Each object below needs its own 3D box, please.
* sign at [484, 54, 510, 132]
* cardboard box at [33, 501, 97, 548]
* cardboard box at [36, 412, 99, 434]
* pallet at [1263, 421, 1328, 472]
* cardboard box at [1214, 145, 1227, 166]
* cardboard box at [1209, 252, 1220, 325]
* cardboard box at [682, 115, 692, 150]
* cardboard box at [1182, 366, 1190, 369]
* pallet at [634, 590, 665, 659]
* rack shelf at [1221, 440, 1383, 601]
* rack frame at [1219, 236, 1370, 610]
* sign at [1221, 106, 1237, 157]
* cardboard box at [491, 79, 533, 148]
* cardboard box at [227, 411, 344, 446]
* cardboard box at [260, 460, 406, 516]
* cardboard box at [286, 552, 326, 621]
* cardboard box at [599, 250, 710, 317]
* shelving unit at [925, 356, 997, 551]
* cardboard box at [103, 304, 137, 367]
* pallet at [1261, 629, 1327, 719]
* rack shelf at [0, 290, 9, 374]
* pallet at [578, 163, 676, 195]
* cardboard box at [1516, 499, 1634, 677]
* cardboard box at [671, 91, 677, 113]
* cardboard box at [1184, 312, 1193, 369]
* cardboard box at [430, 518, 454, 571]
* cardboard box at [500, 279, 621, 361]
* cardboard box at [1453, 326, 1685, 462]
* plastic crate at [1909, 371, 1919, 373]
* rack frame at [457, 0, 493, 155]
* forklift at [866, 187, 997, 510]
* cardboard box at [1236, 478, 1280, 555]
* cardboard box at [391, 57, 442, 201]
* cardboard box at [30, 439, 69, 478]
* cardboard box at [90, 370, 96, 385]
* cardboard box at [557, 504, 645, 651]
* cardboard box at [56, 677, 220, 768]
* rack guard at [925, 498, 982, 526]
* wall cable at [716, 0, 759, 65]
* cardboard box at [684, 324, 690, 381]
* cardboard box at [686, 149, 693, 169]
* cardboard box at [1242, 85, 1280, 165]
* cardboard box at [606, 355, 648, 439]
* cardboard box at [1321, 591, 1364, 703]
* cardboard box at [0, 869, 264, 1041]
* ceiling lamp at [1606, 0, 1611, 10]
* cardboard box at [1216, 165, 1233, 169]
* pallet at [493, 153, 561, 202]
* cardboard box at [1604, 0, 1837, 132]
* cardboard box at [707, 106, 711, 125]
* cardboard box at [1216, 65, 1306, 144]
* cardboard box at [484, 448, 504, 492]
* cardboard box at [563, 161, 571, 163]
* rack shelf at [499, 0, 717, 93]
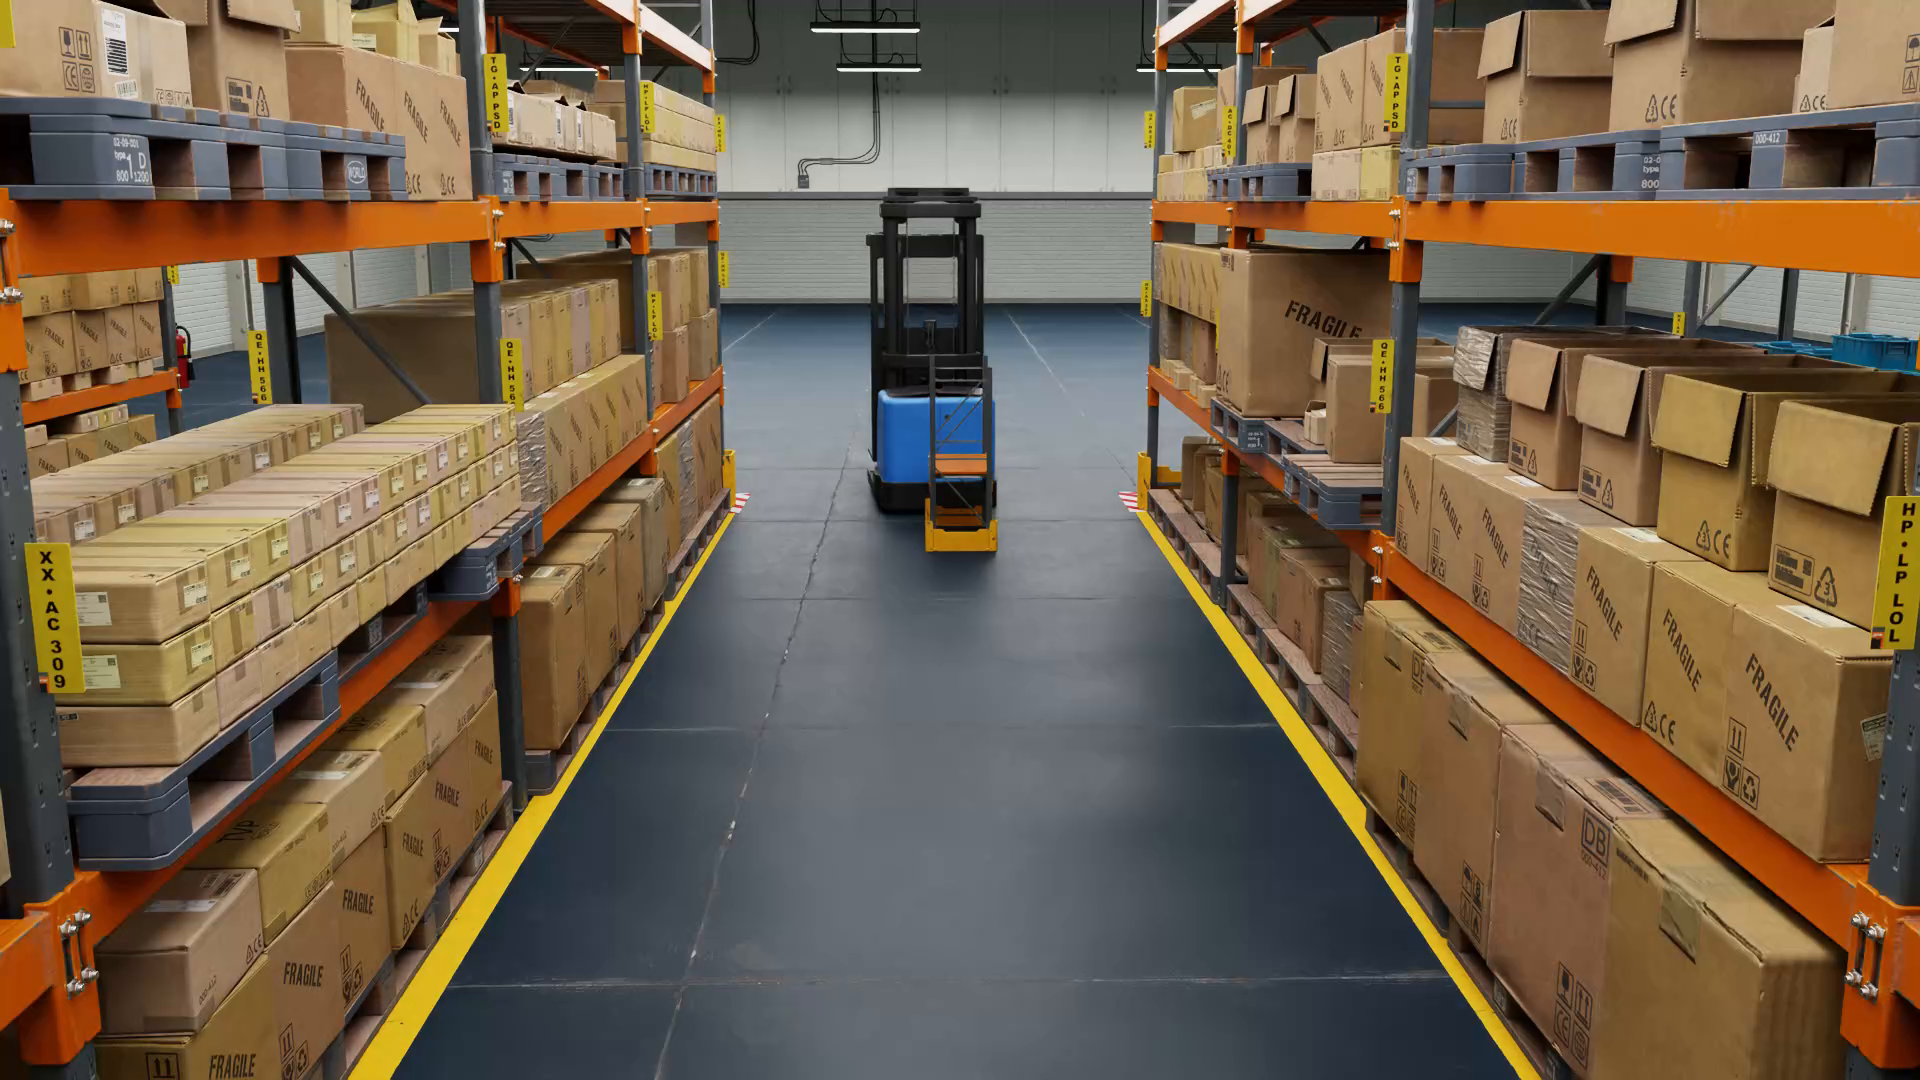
[{"bbox_3d":[-2.000,-1.926,7.164,0.100,0.325,0.005,0,11,-1],"label":"sign"},{"bbox_3d":[-2.679,-0.016,4.672,0.380,0.149,0.250,0,11,-1],"label":"cardboard box"},{"bbox_3d":[-7.297,-0.961,13.593,0.380,0.149,0.250,0,11,1],"label":"cardboard box"},{"bbox_3d":[2.337,-0.500,9.463,1.003,0.211,1.213,0,11,-1],"label":"pallet"},{"bbox_3d":[2.034,-2.754,11.922,0.380,0.149,0.250,-1,11,-4],"label":"cardboard box"},{"bbox_3d":[2.051,-1.769,11.721,0.500,0.500,0.500,0,11,-1],"label":"cardboard box"},{"bbox_3d":[-2.390,-3.193,13.028,0.500,0.250,0.500,0,11,-1],"label":"cardboard box"},{"bbox_3d":[2.053,-1.362,13.860,0.380,0.149,0.250,0,11,-1],"label":"cardboard box"},{"bbox_3d":[-2.534,0.524,10.946,1.003,0.211,1.213,0,11,-1],"label":"pallet"},{"bbox_3d":[2.377,-0.246,9.537,1.077,0.370,4.000,0,11,-1],"label":"rack shelf"},{"bbox_3d":[2.336,-0.996,11.425,1.000,3.000,0.127,0,11,-1],"label":"rack frame"},{"bbox_3d":[1.793,-2.716,11.057,0.100,0.325,0.005,0,11,-1],"label":"sign"},{"bbox_3d":[-2.338,-2.027,7.877,0.500,0.311,0.500,0,11,-1],"label":"cardboard box"},{"bbox_3d":[-2.719,-0.429,6.708,0.380,0.149,0.250,-1,11,-3],"label":"cardboard box"},{"bbox_3d":[-2.045,-0.171,5.435,0.380,0.149,0.250,0,11,1],"label":"cardboard box"},{"bbox_3d":[-2.027,0.131,4.695,0.380,0.149,0.250,-1,11,-4],"label":"cardboard box"},{"bbox_3d":[-2.635,-2.211,14.319,0.875,0.550,0.550,0,11,-1],"label":"cardboard box"},{"bbox_3d":[-0.002,-0.750,13.985,0.587,1.500,1.083,0,11,-1],"label":"shelving unit"},{"bbox_3d":[-7.362,-1.739,14.087,0.500,0.500,0.500,0,11,-1],"label":"cardboard box"},{"bbox_3d":[2.381,0.768,9.741,1.003,0.211,1.213,0,11,-1],"label":"pallet"},{"bbox_3d":[-2.419,-0.126,1.399,1.077,0.370,4.000,0,11,-1],"label":"rack shelf"},{"bbox_3d":[-2.632,-2.585,11.936,1.003,0.211,1.213,0,11,-1],"label":"pallet"},{"bbox_3d":[2.192,0.151,5.517,0.500,0.500,0.500,0,11,-1],"label":"cardboard box"},{"bbox_3d":[-2.316,-3.265,12.382,0.380,0.149,0.250,0,11,-1],"label":"cardboard box"},{"bbox_3d":[2.334,-1.678,13.787,0.875,0.500,0.500,0,11,-1],"label":"cardboard box"},{"bbox_3d":[-2.055,0.016,6.010,0.380,0.149,0.250,-1,11,-4],"label":"cardboard box"},{"bbox_3d":[-2.609,-1.436,10.828,0.700,0.500,0.500,0,11,-2],"label":"cardboard box"},{"bbox_3d":[2.417,-0.596,6.679,0.797,0.503,0.637,0,11,1],"label":"cardboard box"},{"bbox_3d":[7.542,-1.184,12.882,0.450,0.188,0.662,0,11,-1],"label":"plastic crate"},{"bbox_3d":[-2.543,-3.141,6.908,1.000,3.000,0.127,0,11,-1],"label":"rack frame"},{"bbox_3d":[-0.343,-1.953,16.315,1.130,2.935,3.031,-1,12,-6],"label":"forklift"},{"bbox_3d":[2.348,-0.170,12.585,0.500,0.500,0.500,4,12,17],"label":"cardboard box"},{"bbox_3d":[-2.253,-1.508,6.152,0.500,0.500,0.500,0,11,-1],"label":"cardboard box"},{"bbox_3d":[-7.346,-0.509,12.997,0.500,0.500,0.500,0,11,2],"label":"cardboard box"},{"bbox_3d":[-7.433,-1.350,13.803,0.380,0.149,0.250,0,11,0],"label":"cardboard box"},{"bbox_3d":[-2.506,0.216,10.054,1.050,0.750,0.750,0,11,-1],"label":"cardboard box"},{"bbox_3d":[-2.008,0.432,3.963,0.380,0.149,0.250,-1,11,-4],"label":"cardboard box"},{"bbox_3d":[-0.012,-0.237,14.597,0.587,0.250,0.087,0,11,-1],"label":"rack guard"},{"bbox_3d":[-7.064,-14.288,45.522,3.097,2.526,0.112,0,11,-1],"label":"wall cable"},{"bbox_3d":[-2.736,-1.570,13.876,0.875,0.550,0.550,0,11,-1],"label":"cardboard box"},{"bbox_3d":[-2.331,-3.025,13.205,0.380,0.149,0.250,0,11,0],"label":"cardboard box"},{"bbox_3d":[2.246,-2.629,10.612,0.797,0.503,0.637,-1,11,-4],"label":"cardboard box"},{"bbox_3d":[-2.347,-0.942,10.908,0.500,0.500,0.500,0,11,-1],"label":"cardboard box"},{"bbox_3d":[2.360,0.565,8.910,0.700,0.500,0.500,-1,12,-6],"label":"cardboard box"},{"bbox_3d":[-2.211,1.098,4.446,0.500,0.250,0.500,-1,11,-4],"label":"cardboard box"},{"bbox_3d":[12.678,-10.882,30.382,2.000,3.185,0.800,0,11,-1],"label":"ceiling lamp"},{"bbox_3d":[2.065,-2.482,11.583,0.500,0.250,0.500,0,11,1],"label":"cardboard box"},{"bbox_3d":[-2.609,-1.706,7.855,1.213,0.211,1.003,0,11,1],"label":"pallet"},{"bbox_3d":[2.482,-1.521,5.154,0.797,0.503,0.637,0,11,-2],"label":"cardboard box"},{"bbox_3d":[-2.358,-3.668,14.371,0.380,0.149,0.250,0,11,-1],"label":"cardboard box"},{"bbox_3d":[2.071,-2.994,11.473,0.500,0.500,0.500,-1,11,-3],"label":"cardboard box"},{"bbox_3d":[-2.070,-0.280,6.721,0.380,0.149,0.250,0,11,1],"label":"cardboard box"},{"bbox_3d":[-2.958,-2.719,11.696,0.380,0.149,0.250,0,11,0],"label":"cardboard box"},{"bbox_3d":[-2.667,-3.785,12.898,1.077,0.370,4.000,0,11,-1],"label":"rack shelf"}]
